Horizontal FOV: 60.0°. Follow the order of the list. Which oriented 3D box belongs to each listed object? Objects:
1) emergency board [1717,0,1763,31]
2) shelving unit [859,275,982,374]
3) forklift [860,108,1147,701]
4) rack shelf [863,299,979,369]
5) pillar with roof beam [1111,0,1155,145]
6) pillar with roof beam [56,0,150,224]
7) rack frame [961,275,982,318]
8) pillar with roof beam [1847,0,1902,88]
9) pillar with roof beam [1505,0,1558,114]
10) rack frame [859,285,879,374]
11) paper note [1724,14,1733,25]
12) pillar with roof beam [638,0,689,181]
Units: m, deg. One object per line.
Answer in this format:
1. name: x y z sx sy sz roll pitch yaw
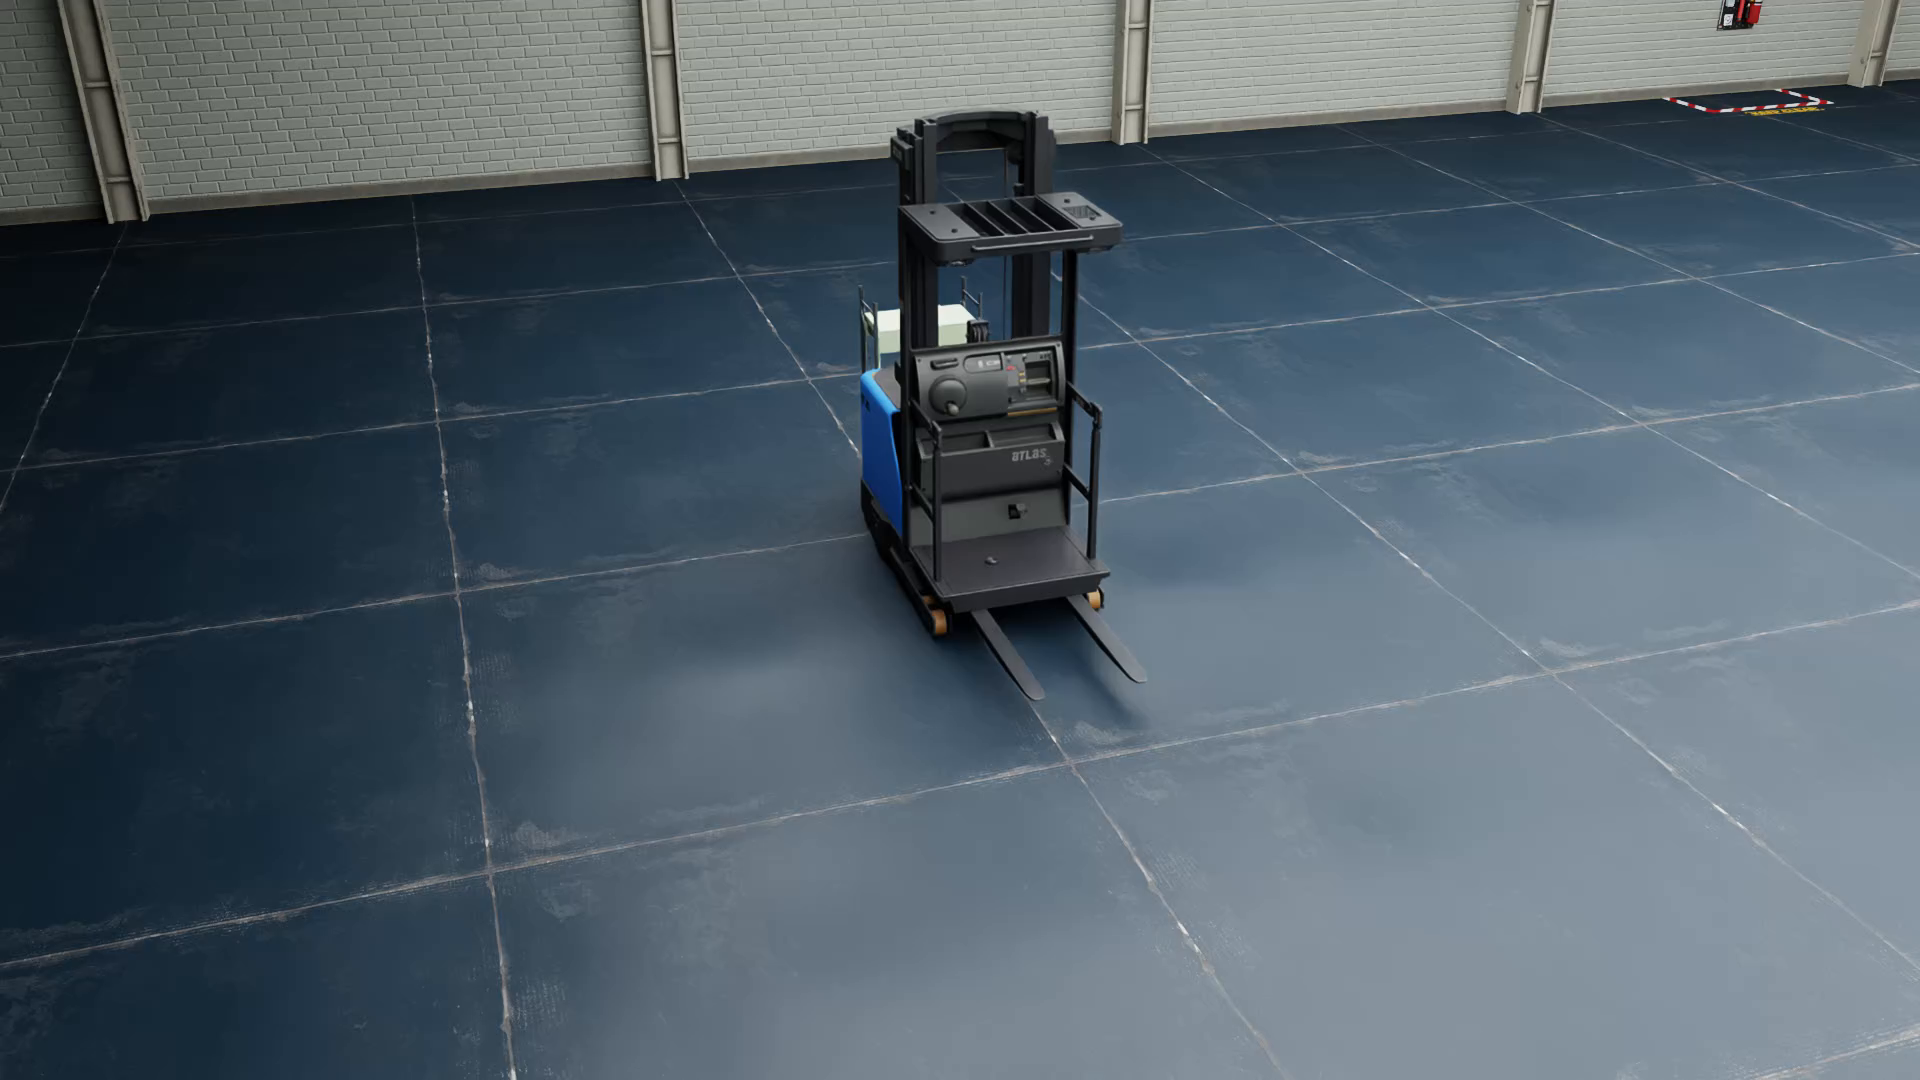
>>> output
1. emergency board: 11.260 -7.883 23.749 0.643 1.169 0.194 -8 28 -16
2. shelving unit: -0.271 -1.036 11.645 0.755 1.500 0.431 -8 28 -16
3. forklift: 0.253 -0.930 9.821 1.130 2.935 3.031 -8 28 -16
4. rack shelf: -0.271 -1.386 11.472 0.720 0.370 0.431 -8 28 -16
5. pillar with roof beam: 3.545 -7.421 16.073 0.400 9.000 9.100 -8 28 -16
6. pillar with roof beam: -7.865 -5.769 12.745 0.400 9.000 9.100 -8 28 -16
7. rack frame: 0.077 -1.086 11.746 0.023 1.500 0.400 -8 28 -16
8. pillar with roof beam: 14.955 -9.074 19.402 0.400 9.000 9.100 -8 28 -16
9. pillar with roof beam: 9.250 -8.248 17.738 0.400 9.000 9.100 -8 28 -16
10. rack frame: -0.620 -0.986 11.545 0.023 1.500 0.400 -8 28 -16
11. paper note: 11.071 -7.493 23.955 0.142 0.148 0.016 -8 28 -16
12. pillar with roof beam: -2.160 -6.595 14.409 0.400 9.000 9.100 -8 28 -16
